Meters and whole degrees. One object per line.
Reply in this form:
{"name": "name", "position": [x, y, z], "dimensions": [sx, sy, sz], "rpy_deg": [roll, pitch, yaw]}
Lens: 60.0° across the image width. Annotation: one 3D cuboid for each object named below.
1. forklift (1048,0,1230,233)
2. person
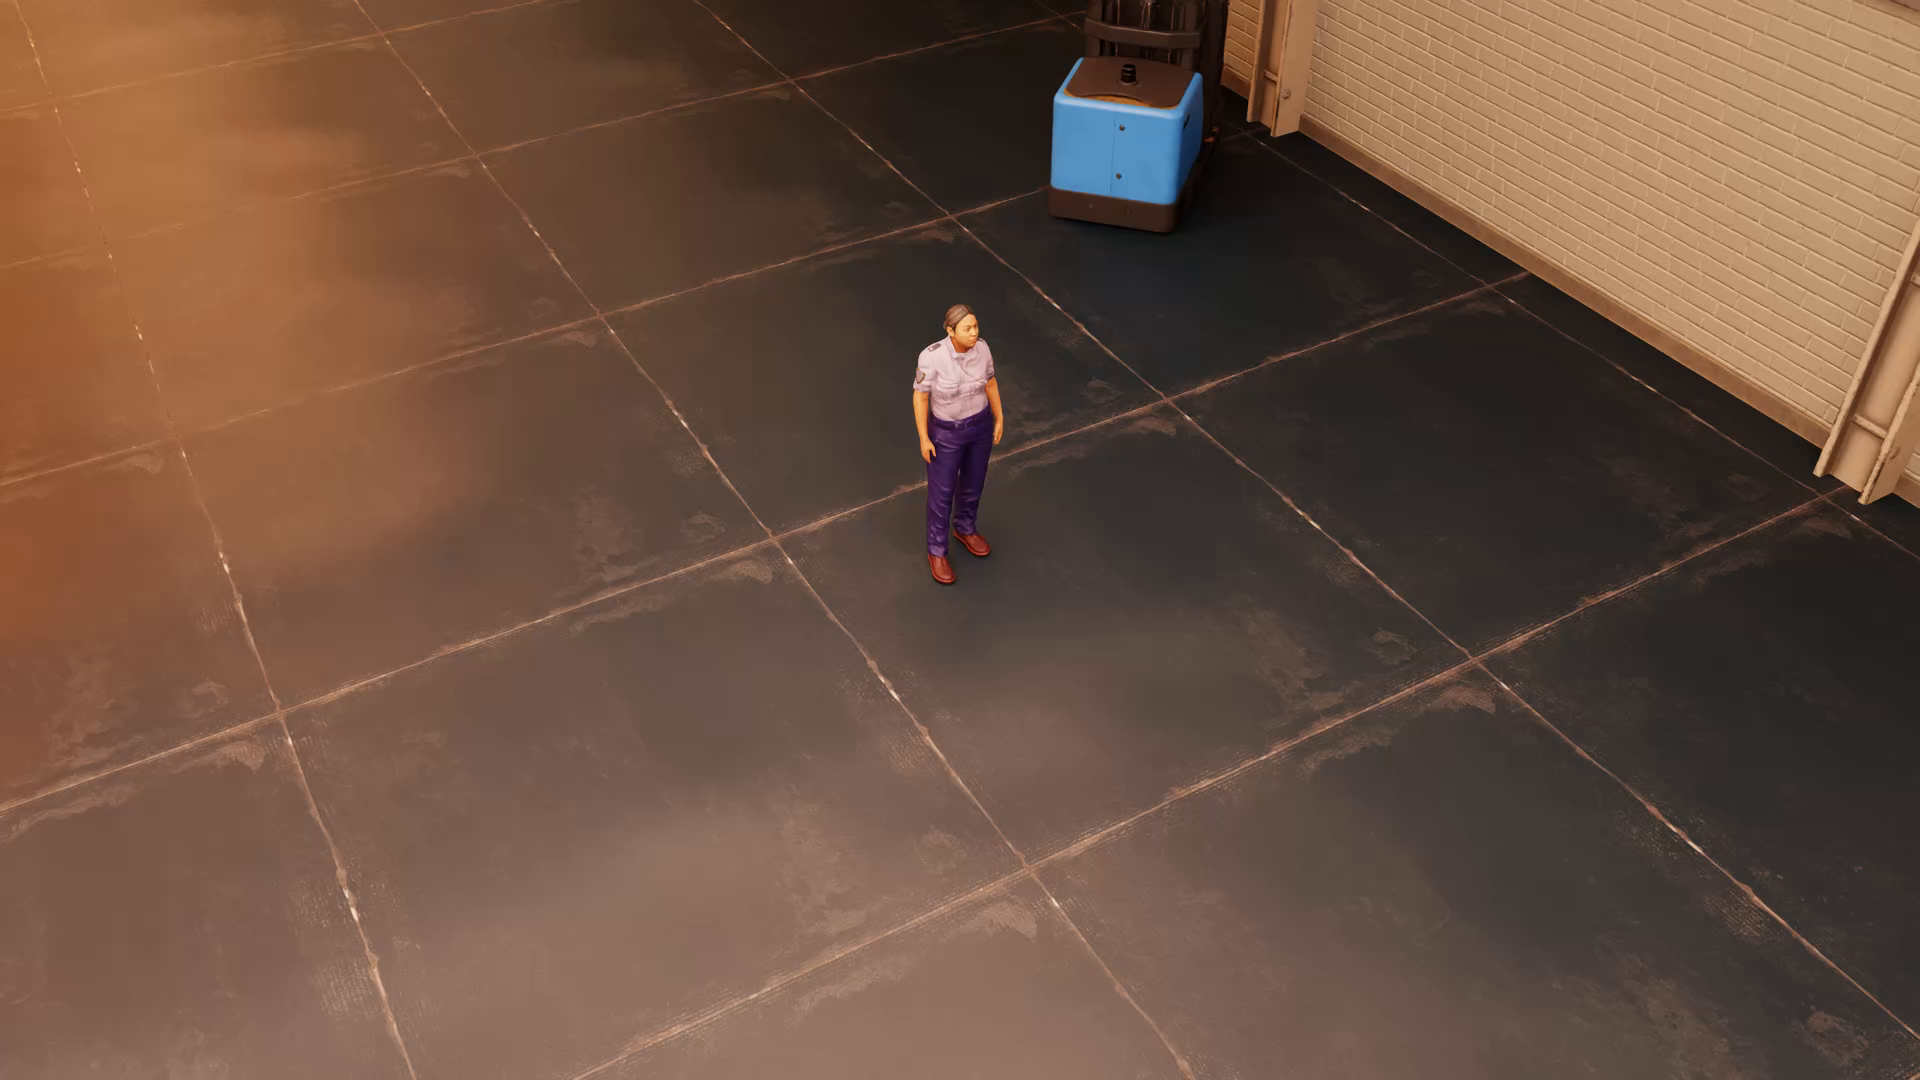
{"name": "forklift", "position": [1.643, -4.508, 13.471], "dimensions": [1.130, 2.935, 3.031], "rpy_deg": [12, 41, 14]}
{"name": "person", "position": [0.025, -0.582, 9.733], "dimensions": [0.598, 1.651, 0.502], "rpy_deg": [-20, 44, -23]}
